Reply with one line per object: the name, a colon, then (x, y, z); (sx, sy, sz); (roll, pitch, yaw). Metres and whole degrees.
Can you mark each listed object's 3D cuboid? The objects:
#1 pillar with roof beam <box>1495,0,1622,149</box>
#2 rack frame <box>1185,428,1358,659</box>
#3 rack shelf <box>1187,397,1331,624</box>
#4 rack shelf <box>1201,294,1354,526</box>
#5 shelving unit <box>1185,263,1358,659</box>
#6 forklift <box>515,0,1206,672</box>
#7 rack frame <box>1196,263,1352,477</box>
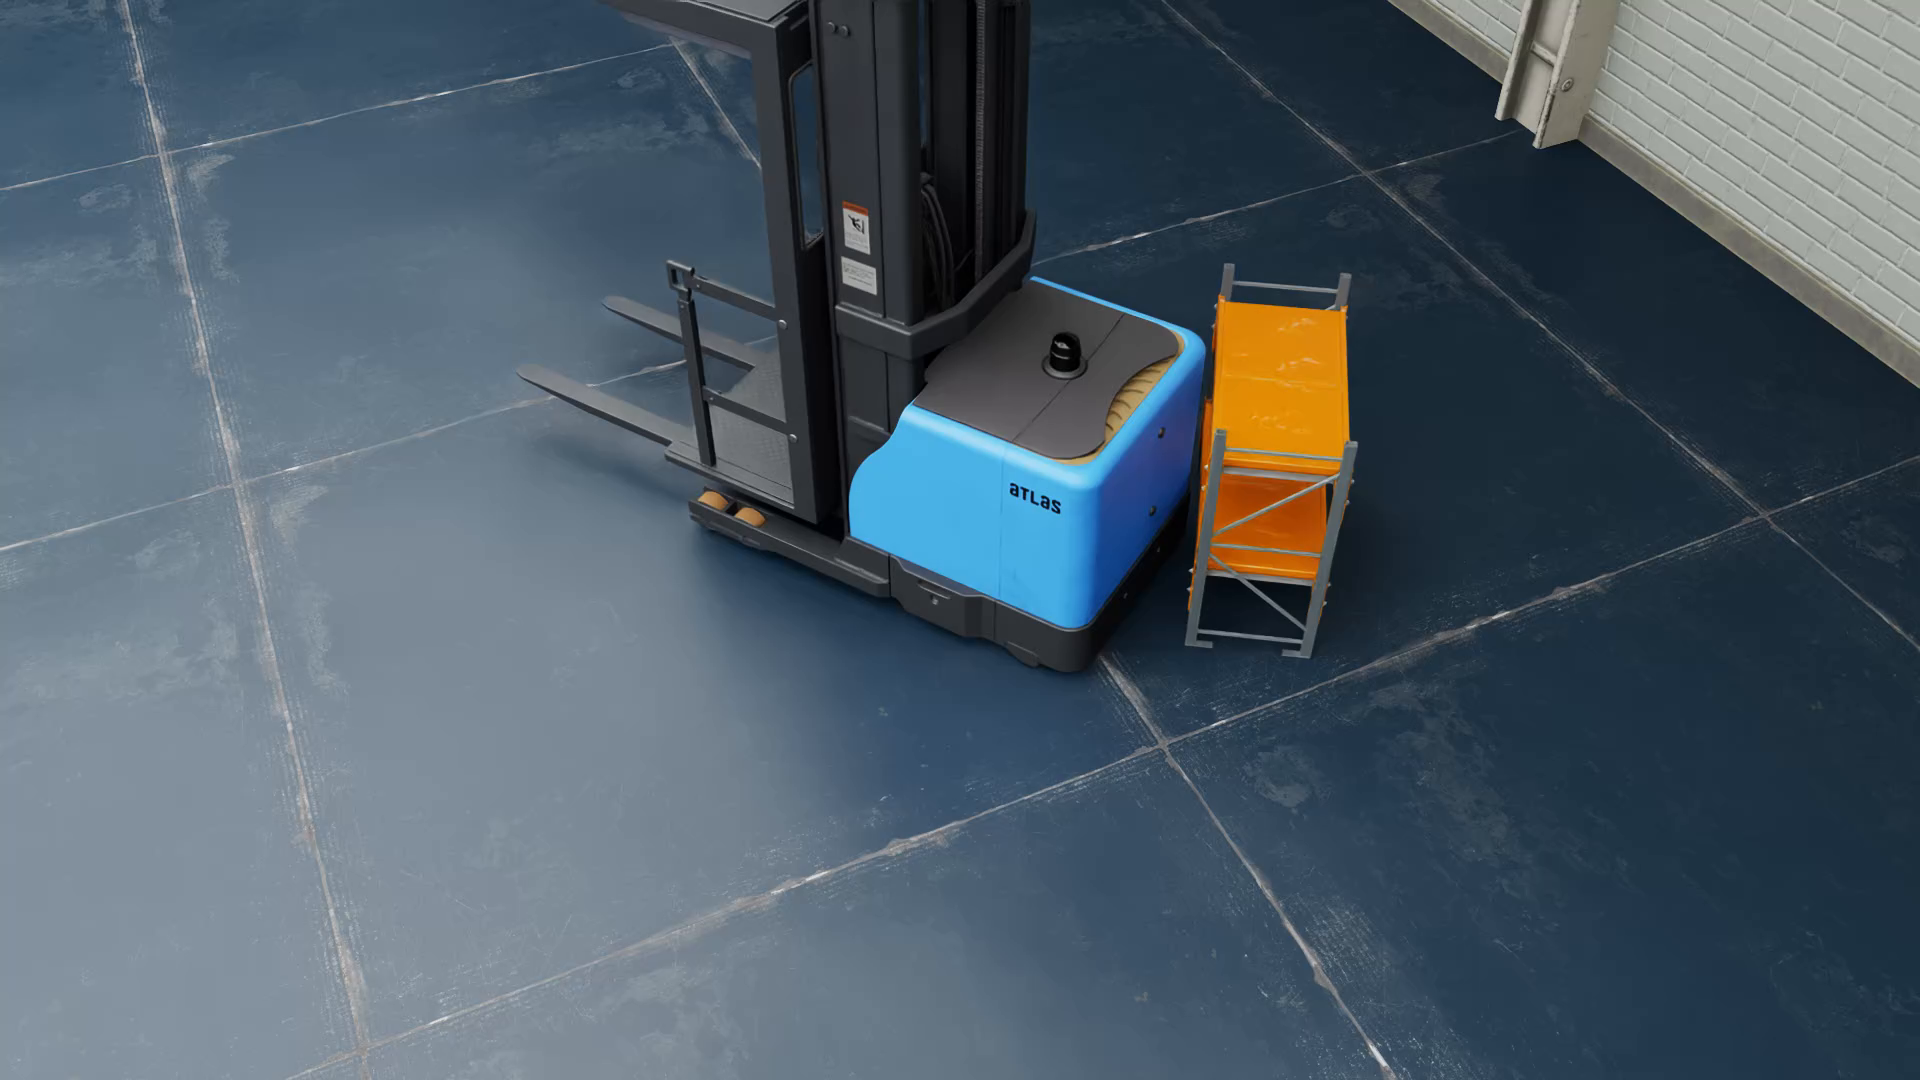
pillar with roof beam: (-0.600, -4.299, 5.069); (9.100, 9.000, 0.400); (-18, 47, -17)
rack frame: (1.154, 0.039, 6.278); (0.500, 1.125, 0.032); (6, 45, 6)
rack shelf: (1.227, -0.140, 6.808); (0.538, 0.278, 1.000); (6, 45, 6)
rack shelf: (1.227, -0.523, 6.431); (0.538, 0.278, 1.000); (6, 45, 6)
shelving unit: (1.227, -0.314, 6.636); (0.538, 1.125, 1.048); (6, 45, 6)
forklift: (-0.565, -1.311, 6.361); (3.031, 2.935, 1.130); (23, 49, 22)
rack frame: (1.300, -0.668, 6.994); (0.500, 1.125, 0.032); (6, 45, 6)
